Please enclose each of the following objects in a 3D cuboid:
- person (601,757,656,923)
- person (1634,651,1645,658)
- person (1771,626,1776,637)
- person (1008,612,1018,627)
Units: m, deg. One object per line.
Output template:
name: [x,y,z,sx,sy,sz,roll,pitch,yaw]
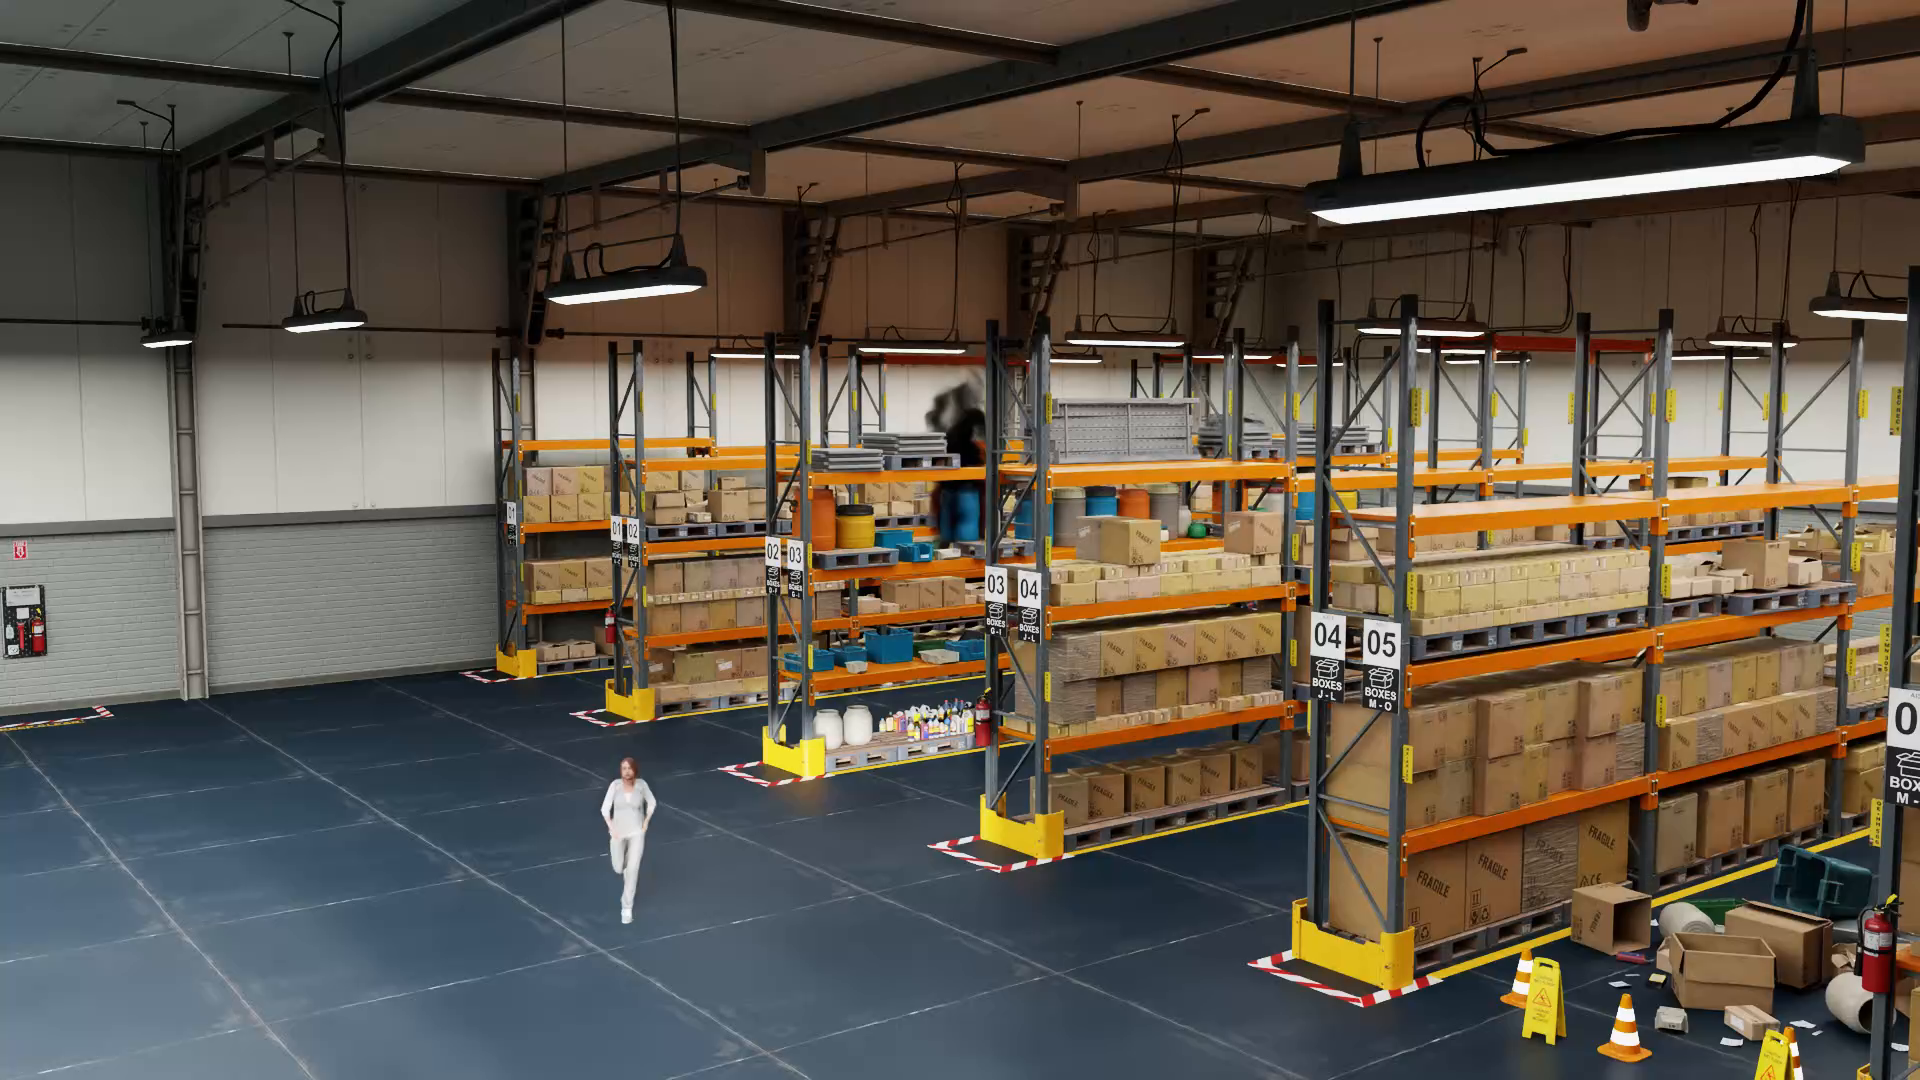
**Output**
person: [-3.315,2.948,16.645,0.528,1.576,0.890,0,5,-2]
person: [9.042,2.348,21.990,0.839,1.792,0.686,-5,7,-44]
person: [12.394,2.084,25.538,0.594,1.704,0.868,5,7,44]
person: [1.165,1.680,27.552,0.811,1.862,0.740,-4,6,-35]
